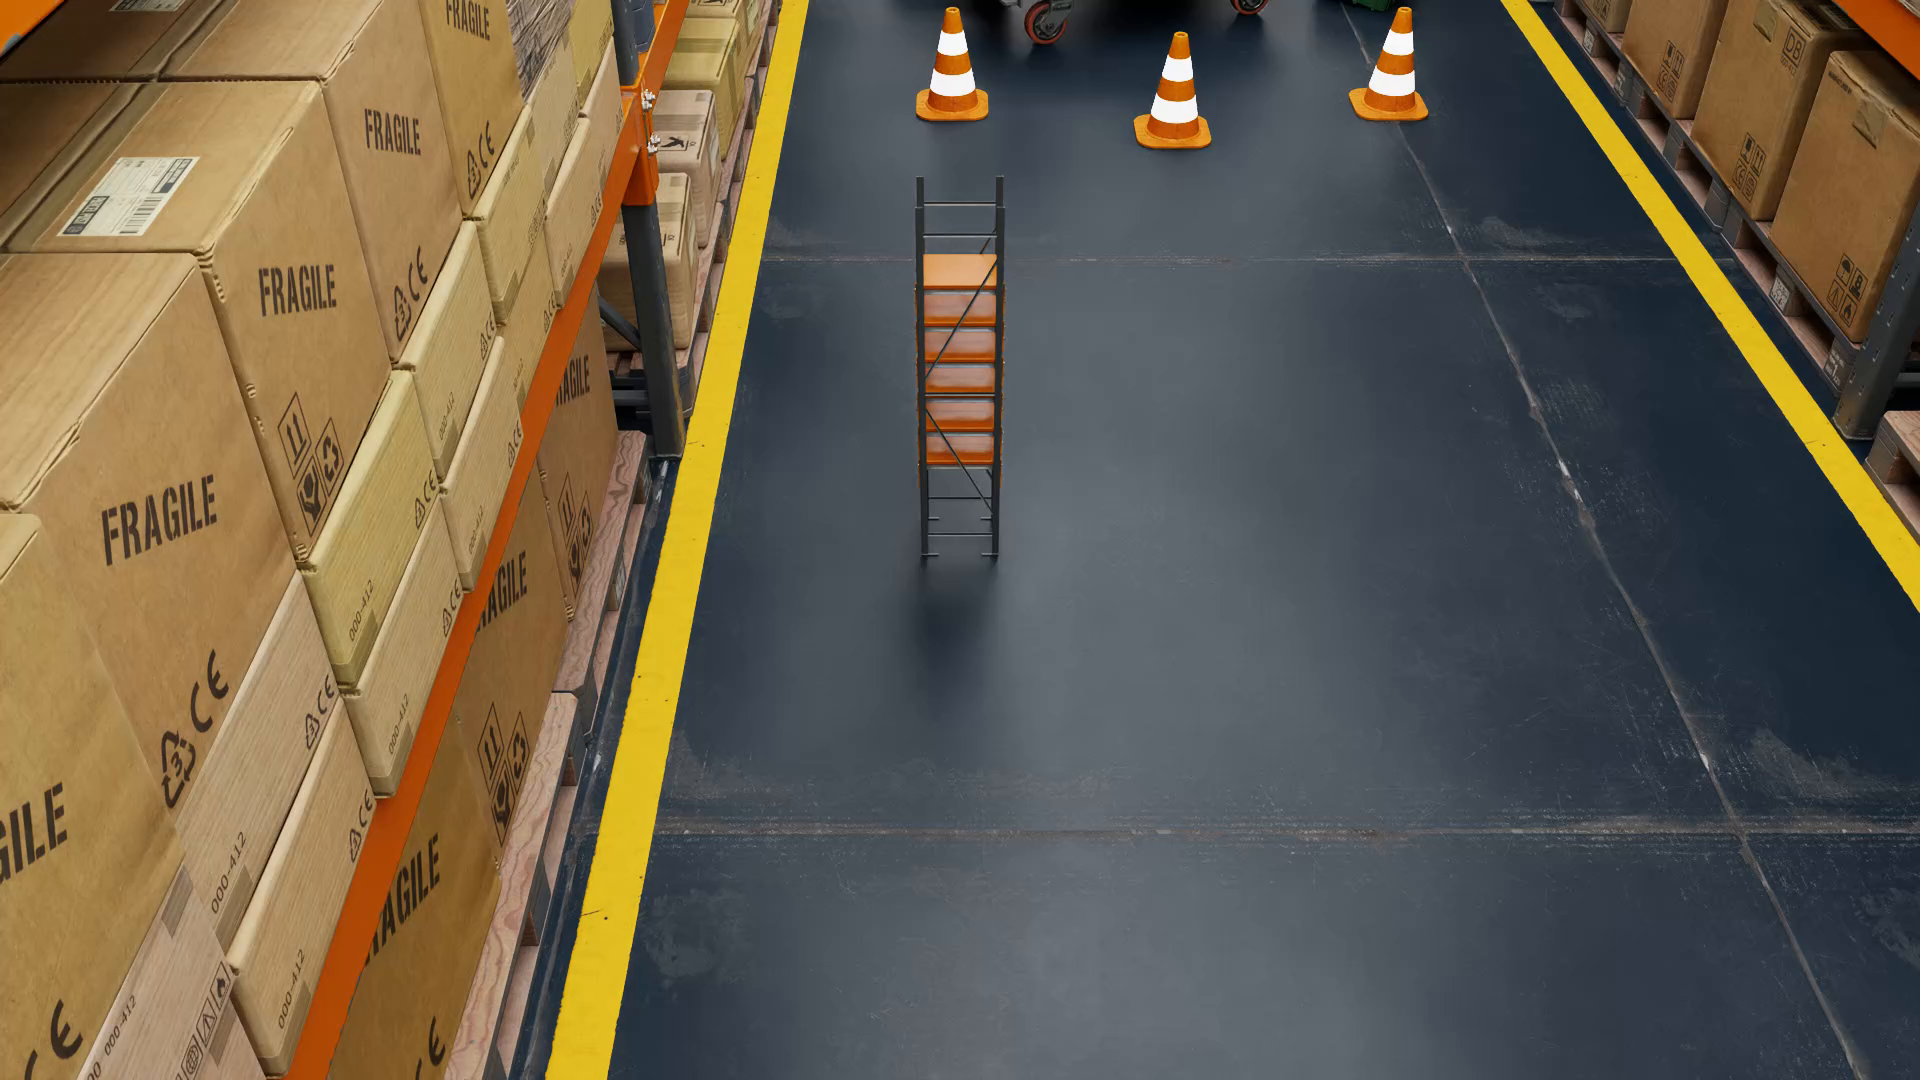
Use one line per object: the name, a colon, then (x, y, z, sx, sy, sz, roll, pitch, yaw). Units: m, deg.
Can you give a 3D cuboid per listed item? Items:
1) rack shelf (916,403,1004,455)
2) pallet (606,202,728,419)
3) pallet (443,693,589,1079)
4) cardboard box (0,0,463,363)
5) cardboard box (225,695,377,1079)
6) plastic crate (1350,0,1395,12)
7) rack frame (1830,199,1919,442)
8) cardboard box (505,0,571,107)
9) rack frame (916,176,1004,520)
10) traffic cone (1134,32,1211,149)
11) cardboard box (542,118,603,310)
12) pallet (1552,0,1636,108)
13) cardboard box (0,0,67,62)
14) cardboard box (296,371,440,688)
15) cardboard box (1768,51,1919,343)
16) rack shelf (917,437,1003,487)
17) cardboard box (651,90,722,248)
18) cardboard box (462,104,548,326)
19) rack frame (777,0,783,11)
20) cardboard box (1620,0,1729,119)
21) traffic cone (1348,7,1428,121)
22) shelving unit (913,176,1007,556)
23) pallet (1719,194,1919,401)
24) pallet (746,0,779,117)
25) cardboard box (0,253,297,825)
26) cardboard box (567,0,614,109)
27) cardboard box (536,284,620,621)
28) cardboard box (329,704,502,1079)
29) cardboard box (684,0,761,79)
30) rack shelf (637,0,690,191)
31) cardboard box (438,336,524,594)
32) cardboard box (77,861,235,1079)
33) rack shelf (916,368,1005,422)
rack shelf: (0.000, -0.349, 4.989, 0.258, 0.103, 0.180, 0, 39, 0)
pallet: (-1.433, -0.877, 6.176, 1.003, 0.211, 1.213, 0, 39, 0)
pallet: (-1.509, 0.866, 4.001, 1.003, 0.211, 1.213, 0, 39, 0)
cardboard box: (-1.175, -0.635, 2.764, 0.500, 0.500, 0.500, -1, 39, -1)
cardboard box: (-1.167, 0.485, 2.367, 0.500, 0.250, 0.500, -1, 39, -1)
plastic crate: (2.202, -3.078, 8.894, 0.450, 0.188, 0.662, 27, 45, 16)
rack frame: (3.517, -1.543, 4.777, 1.000, 3.000, 0.127, 0, 39, 0)
cardboard box: (-1.162, -1.262, 3.546, 0.500, 0.500, 0.500, 1, 39, 1)
rack frame: (0.000, -0.534, 4.957, 0.240, 1.200, 0.006, 0, 39, 0)
traffic cone: (0.964, -2.033, 7.417, 0.336, 0.463, 0.334, 0, 39, 0)
cardboard box: (-1.157, -0.782, 3.948, 0.500, 0.250, 0.500, 1, 39, 1)
pallet: (3.588, -2.474, 8.168, 1.003, 0.211, 1.213, 0, 39, 0)
cardboard box: (-1.685, -0.648, 2.780, 0.500, 0.500, 0.500, 1, 39, 1)
cardboard box: (-1.150, -0.029, 2.607, 0.500, 0.250, 0.500, 0, 39, 1)
cardboard box: (3.606, -1.210, 5.825, 1.050, 0.750, 0.750, -1, 39, -1)
rack shelf: (0.000, -0.255, 5.064, 0.258, 0.103, 0.180, 0, 39, 0)
cardboard box: (-1.433, -1.430, 6.401, 0.950, 0.372, 0.625, -1, 39, -1)
cardboard box: (-1.153, -0.670, 3.407, 0.500, 0.250, 0.500, -1, 39, -1)
rack frame: (-1.438, -3.978, 7.815, 1.000, 3.000, 0.127, 0, 39, 0)
cardboard box: (3.600, -2.339, 7.234, 1.050, 0.750, 0.750, 0, 39, 0)
traffic cone: (2.003, -2.215, 7.644, 0.336, 0.463, 0.334, 0, 39, 0)
shelving unit: (0.000, -0.477, 4.886, 0.258, 1.200, 0.189, 0, 39, 0)
pallet: (3.591, -0.948, 6.264, 1.003, 0.211, 1.213, 0, 39, 0)
pallet: (-1.436, -2.403, 8.080, 1.003, 0.211, 1.213, 0, 39, 0)
cardboard box: (-1.170, 0.002, 1.969, 0.500, 0.500, 0.500, 0, 39, 0)
cardboard box: (-1.179, -1.310, 4.207, 0.500, 0.250, 0.500, 0, 39, 0)
cardboard box: (-1.516, -0.379, 4.688, 0.875, 0.875, 0.875, 0, 39, 0)
cardboard box: (-1.518, 0.738, 3.294, 0.875, 0.875, 0.875, 1, 39, 1)
cardboard box: (-1.431, -2.339, 7.535, 0.950, 0.372, 0.625, 2, 39, 3)
rack shelf: (-1.436, -2.446, 6.479, 1.077, 0.370, 4.000, 0, 39, 0)
cardboard box: (-1.143, -0.149, 3.157, 0.500, 0.250, 0.500, -1, 39, -1)
cardboard box: (-1.147, 0.613, 1.807, 0.500, 0.250, 0.500, -1, 39, -1)
rack shelf: (0.000, -0.443, 4.914, 0.258, 0.103, 0.180, 0, 39, 0)
